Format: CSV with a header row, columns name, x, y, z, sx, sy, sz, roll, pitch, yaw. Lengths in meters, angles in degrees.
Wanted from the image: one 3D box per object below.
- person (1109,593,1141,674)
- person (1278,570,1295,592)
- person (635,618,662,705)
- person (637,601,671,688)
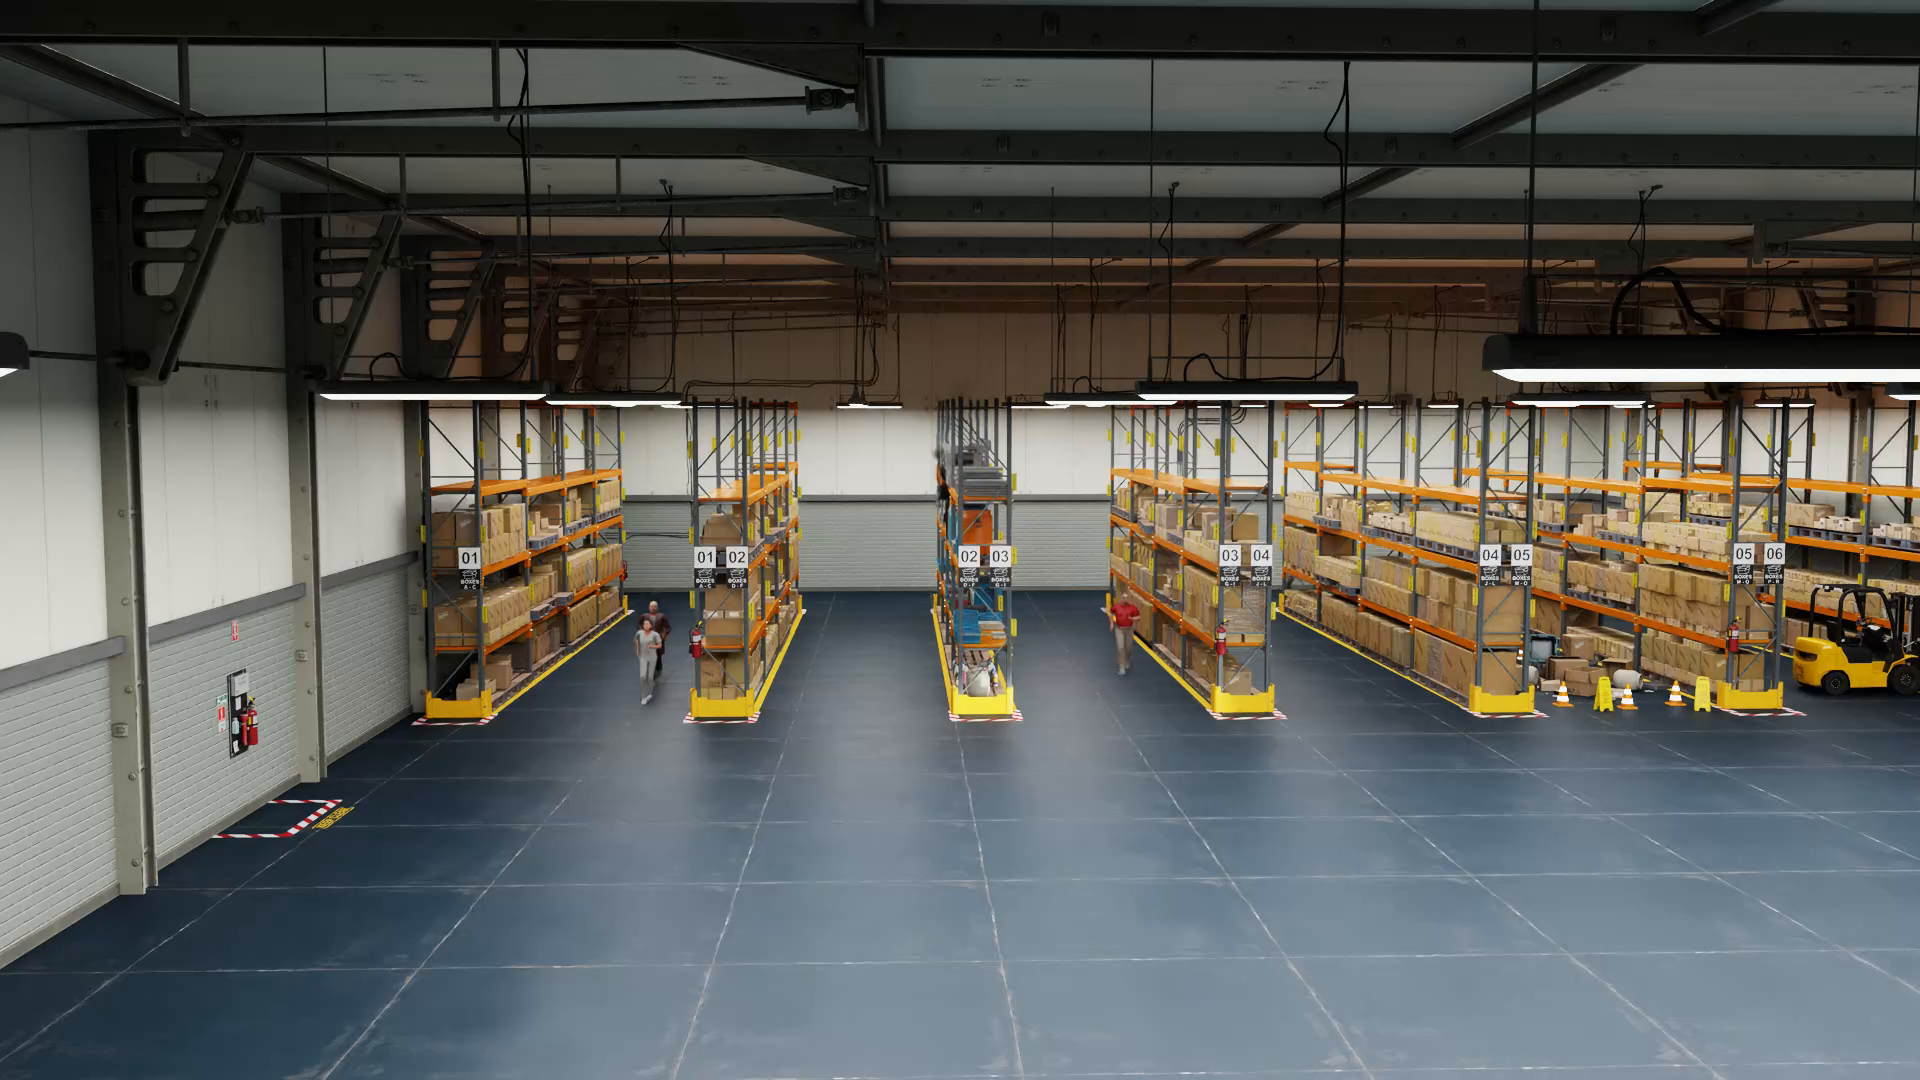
name,x,y,z,sx,sy,sz,roll,pitch,yaw
person,3.619,2.016,36.436,0.665,1.726,0.966,0,4,1
person,9.645,1.137,49.026,0.539,1.611,0.708,1,4,10
person,-6.117,2.392,32.670,0.555,1.739,0.754,0,4,-4
person,-6.419,2.166,34.795,0.695,1.776,0.951,0,4,-6
